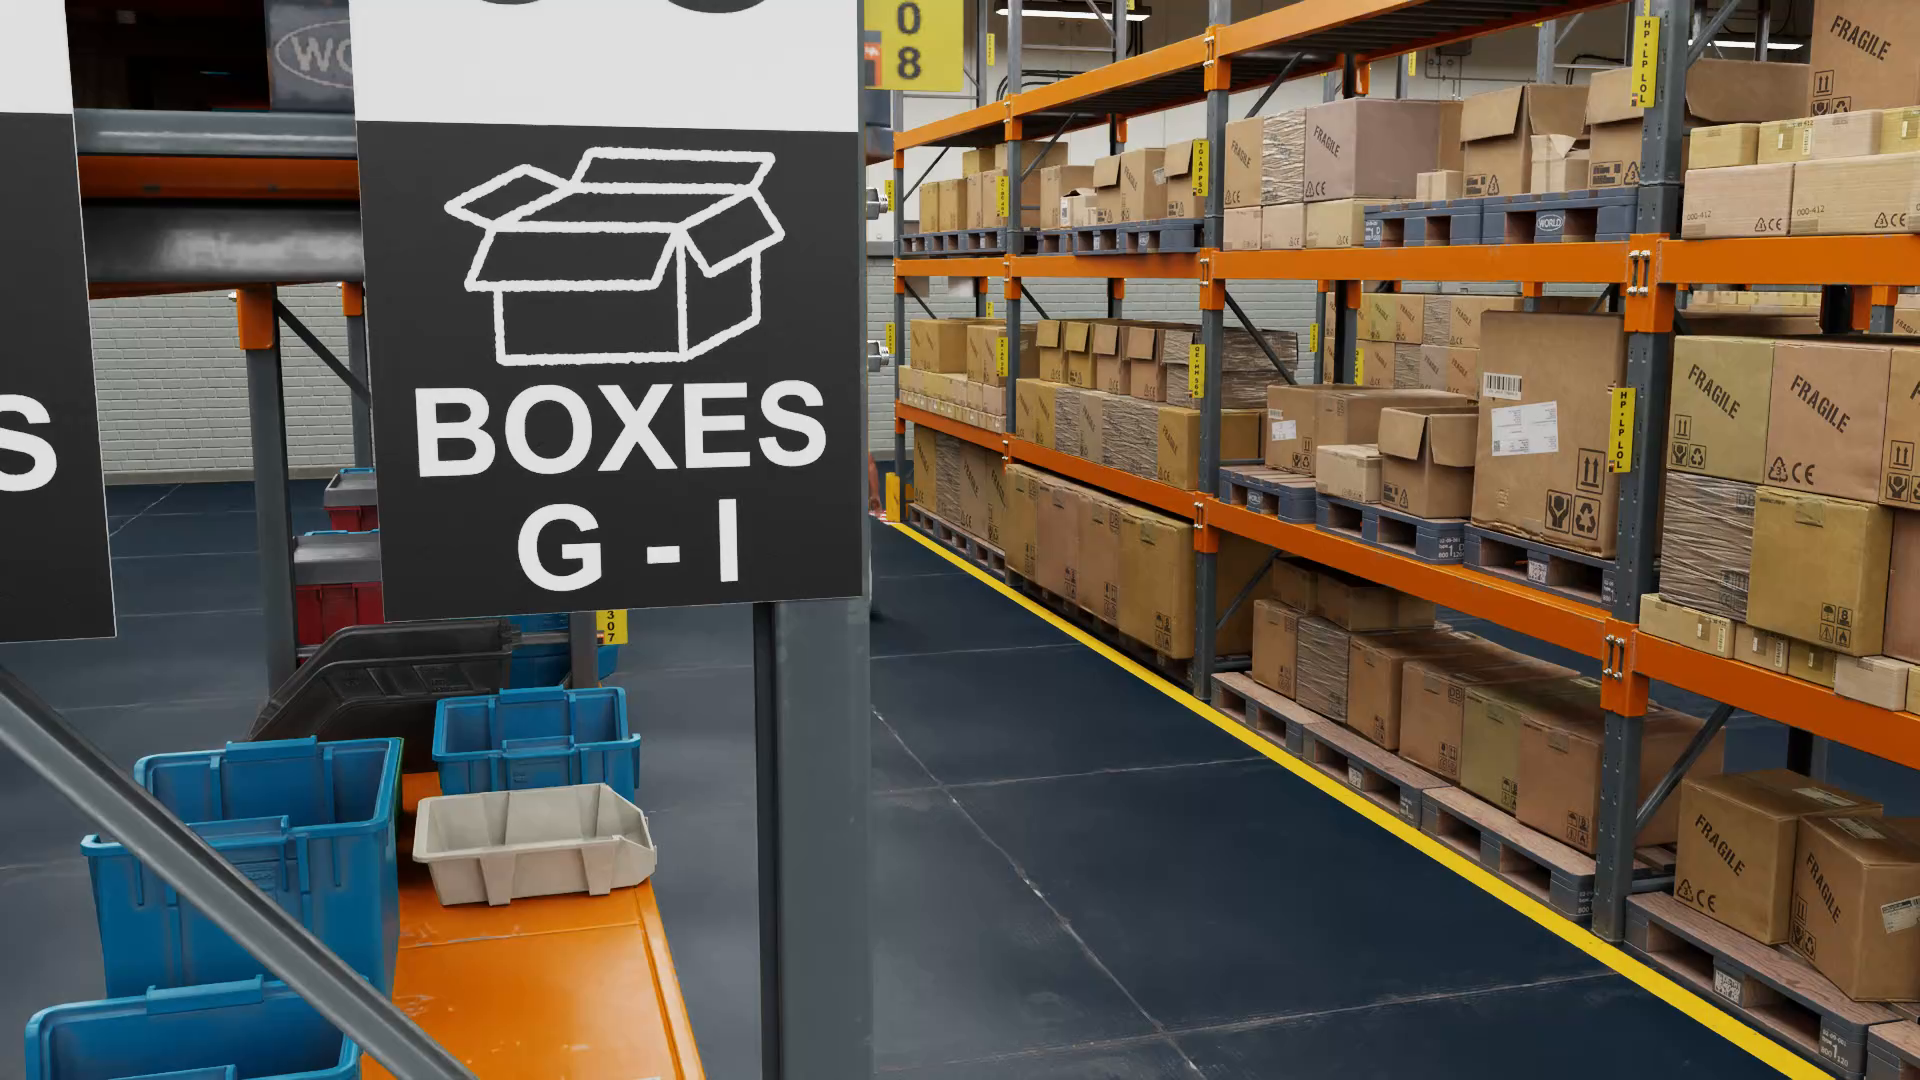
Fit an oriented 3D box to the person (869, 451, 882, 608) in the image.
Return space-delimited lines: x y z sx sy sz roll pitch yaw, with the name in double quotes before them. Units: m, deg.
"person" -0.969 -0.229 13.173 0.712 1.630 0.791 -3 10 -20
